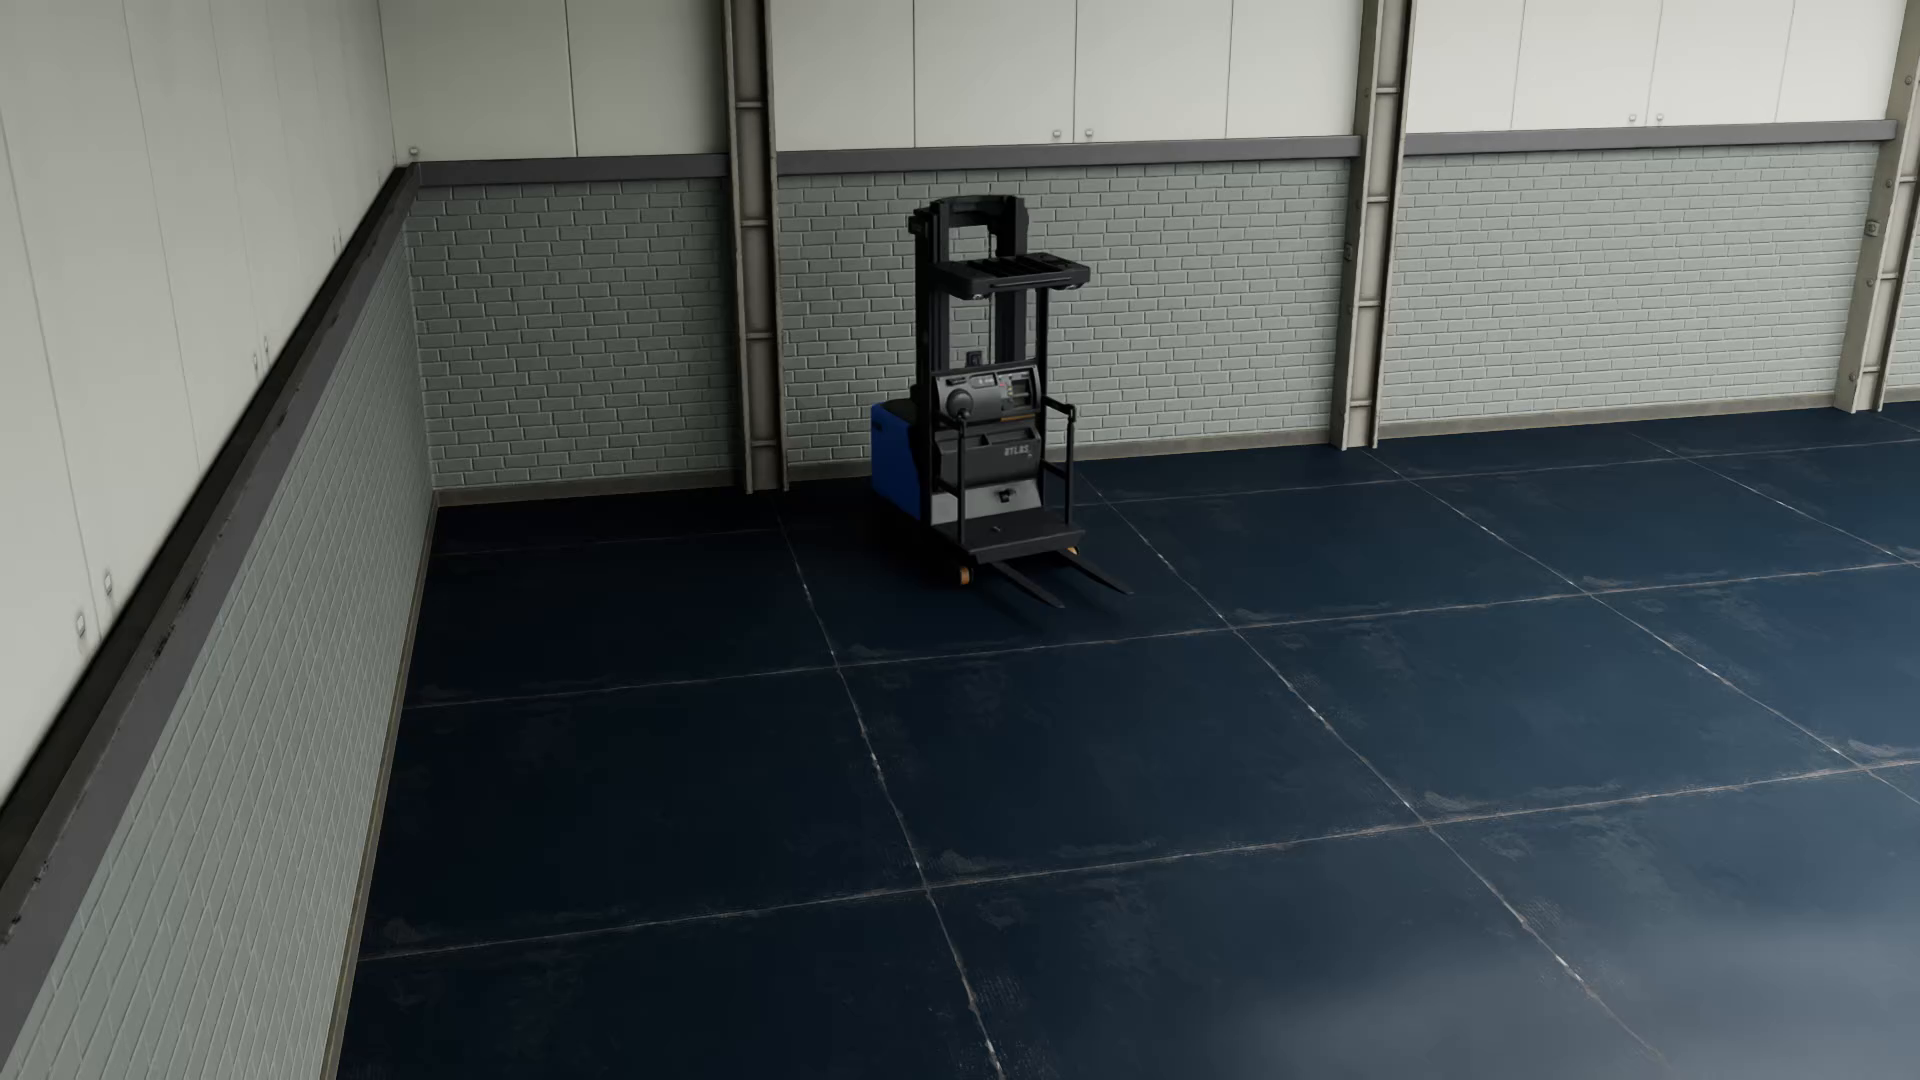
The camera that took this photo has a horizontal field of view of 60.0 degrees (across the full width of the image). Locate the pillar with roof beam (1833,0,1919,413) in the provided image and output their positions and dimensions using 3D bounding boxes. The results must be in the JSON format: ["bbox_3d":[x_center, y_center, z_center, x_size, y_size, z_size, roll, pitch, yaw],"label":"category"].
[{"bbox_3d":[10.837,-4.231,12.783,0.400,9.000,9.100,-5,21,-12],"label":"pillar with roof beam"}]

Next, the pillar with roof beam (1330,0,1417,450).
[{"bbox_3d":[4.998,-3.756,11.486,0.400,9.000,9.100,-5,21,-12],"label":"pillar with roof beam"}]

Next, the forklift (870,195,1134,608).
[{"bbox_3d":[0.329,-1.181,13.277,1.130,2.935,3.031,-10,22,-25],"label":"forklift"}]

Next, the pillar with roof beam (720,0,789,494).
[{"bbox_3d":[-0.841,-3.281,10.190,0.400,9.000,9.100,-5,21,-12],"label":"pillar with roof beam"}]
